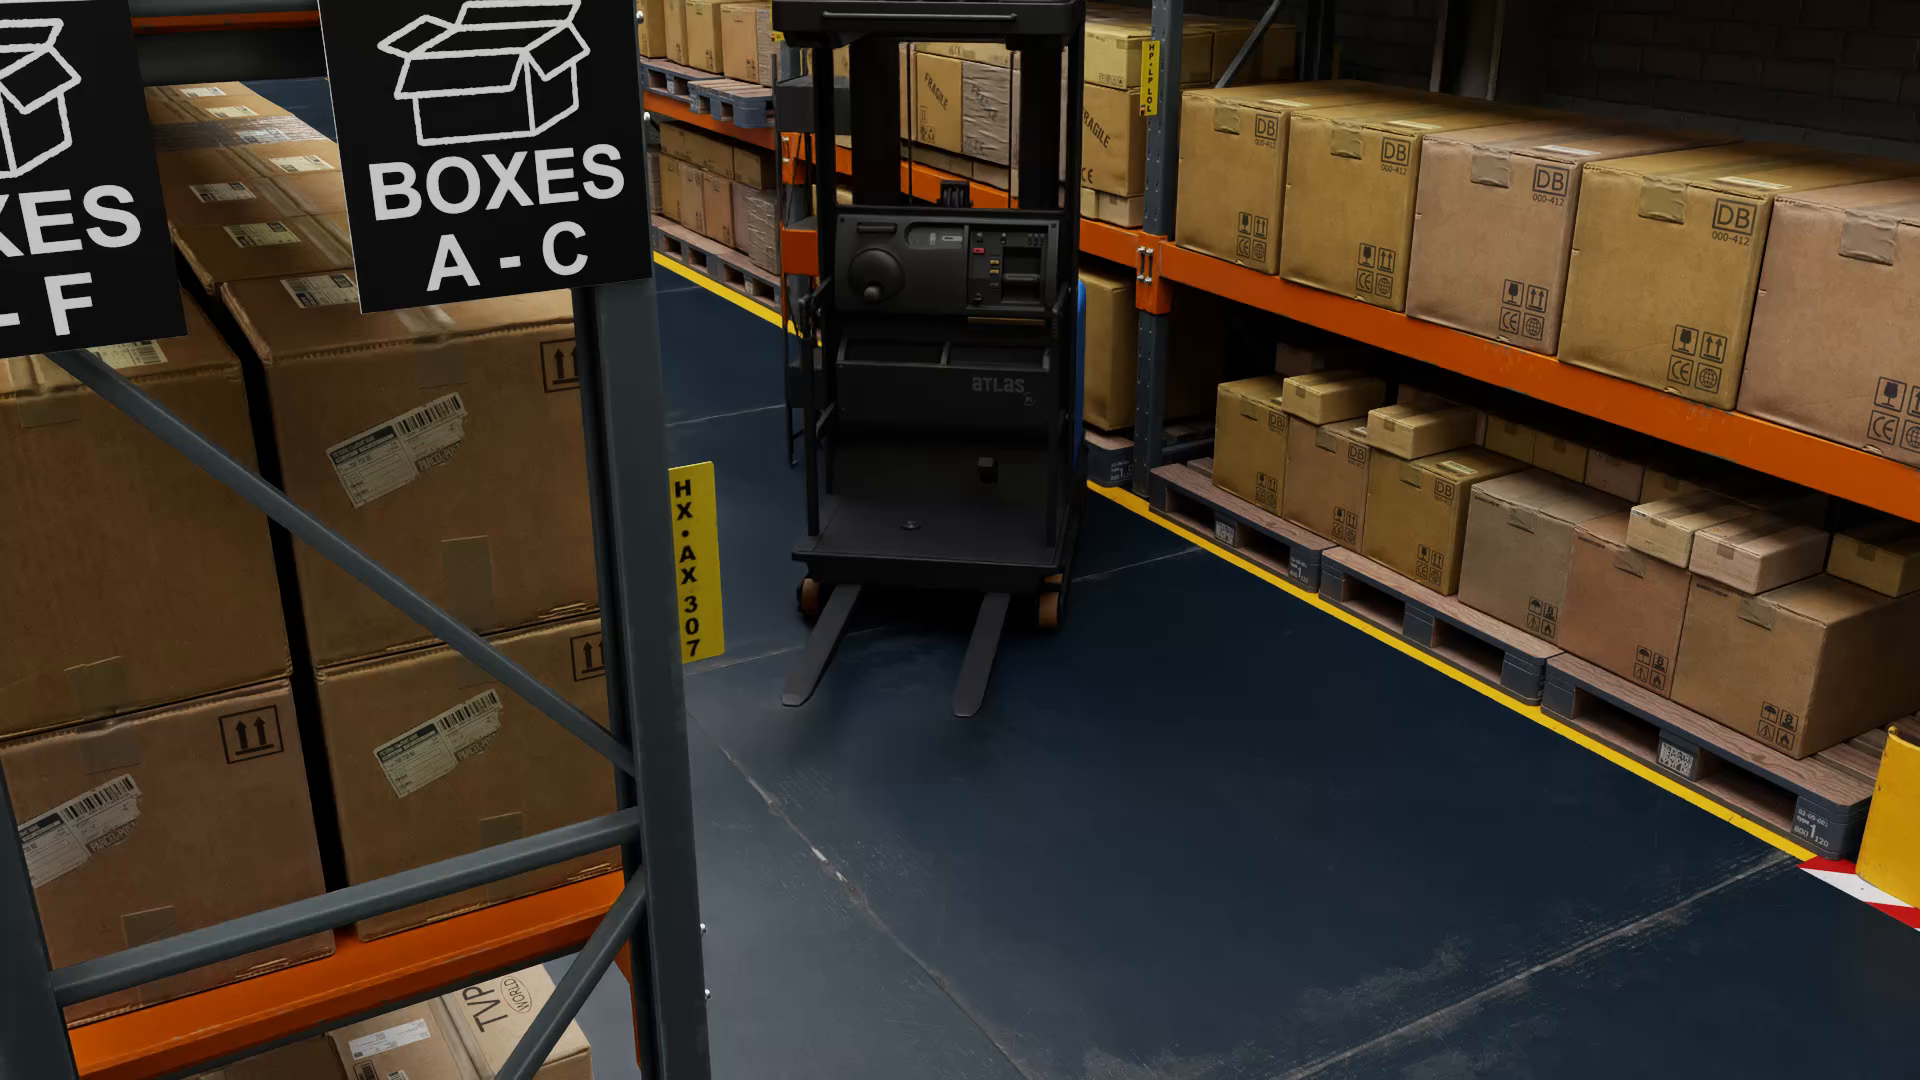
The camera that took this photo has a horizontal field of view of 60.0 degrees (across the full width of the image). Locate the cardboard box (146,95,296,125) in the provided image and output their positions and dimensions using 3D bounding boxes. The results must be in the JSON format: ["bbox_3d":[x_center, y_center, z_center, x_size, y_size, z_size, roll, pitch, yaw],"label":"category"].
[{"bbox_3d":[-2.185,-0.980,4.777,0.500,0.500,0.500,-13,26,-29],"label":"cardboard box"}]

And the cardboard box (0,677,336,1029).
[{"bbox_3d":[-1.350,0.407,2.695,0.500,0.500,0.500,-12,25,-27],"label":"cardboard box"}]

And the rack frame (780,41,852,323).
[{"bbox_3d":[-0.717,-2.998,11.204,1.000,3.000,0.127,-13,25,-28],"label":"rack frame"}]

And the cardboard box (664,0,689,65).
[{"bbox_3d":[-1.887,-3.982,12.909,0.700,0.500,0.500,-9,24,-21],"label":"cardboard box"}]

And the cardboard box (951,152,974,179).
[{"bbox_3d":[0.173,-2.159,9.447,0.380,0.149,0.250,-12,25,-27],"label":"cardboard box"}]

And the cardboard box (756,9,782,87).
[{"bbox_3d":[-0.966,-3.399,11.472,0.700,0.500,0.500,-16,27,-34],"label":"cardboard box"}]

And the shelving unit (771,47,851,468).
[{"bbox_3d":[-0.603,-1.393,8.451,0.503,2.100,0.431,7,23,17],"label":"shelving unit"}]

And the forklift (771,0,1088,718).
[{"bbox_3d":[-0.084,-1.124,6.685,1.130,2.935,3.031,3,22,7],"label":"forklift"}]

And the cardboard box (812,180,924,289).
[{"bbox_3d":[-0.454,-1.934,10.882,0.750,0.750,0.750,-13,25,-29],"label":"cardboard box"}]

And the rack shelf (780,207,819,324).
[{"bbox_3d":[-0.603,-1.381,8.456,0.480,0.518,0.431,7,23,17],"label":"rack shelf"}]

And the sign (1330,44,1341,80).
[{"bbox_3d":[1.803,-2.248,8.104,0.100,0.325,0.005,-13,25,-28],"label":"sign"}]

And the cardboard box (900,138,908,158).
[{"bbox_3d":[-0.189,-2.414,10.075,0.380,0.149,0.250,-12,25,-27],"label":"cardboard box"}]

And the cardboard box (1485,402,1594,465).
[{"bbox_3d":[2.384,-0.443,6.818,0.380,0.149,0.250,-13,26,-29],"label":"cardboard box"}]

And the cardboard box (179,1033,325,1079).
[{"bbox_3d":[-1.836,1.174,4.008,0.500,0.250,0.500,-13,25,-28],"label":"cardboard box"}]

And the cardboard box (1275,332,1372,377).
[{"bbox_3d":[1.717,-0.864,7.853,0.380,0.149,0.250,-13,25,-29],"label":"cardboard box"}]

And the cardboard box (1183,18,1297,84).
[{"bbox_3d":[1.315,-2.443,8.288,0.500,0.250,0.500,-12,25,-27],"label":"cardboard box"}]

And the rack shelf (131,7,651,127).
[{"bbox_3d":[-1.909,-1.158,3.649,1.077,0.370,4.000,-13,25,-28],"label":"rack shelf"}]

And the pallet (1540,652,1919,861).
[{"bbox_3d":[2.894,0.640,5.958,1.003,0.211,1.213,-13,25,-28],"label":"pallet"}]

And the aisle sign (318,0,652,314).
[{"bbox_3d":[-0.600,-0.693,2.081,0.394,0.787,0.004,-13,25,-28],"label":"aisle sign"}]

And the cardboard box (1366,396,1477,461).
[{"bbox_3d":[1.905,-0.464,6.869,0.380,0.149,0.250,-13,26,-30],"label":"cardboard box"}]

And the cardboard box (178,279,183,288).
[{"bbox_3d":[-1.610,-0.219,2.905,0.500,0.500,0.500,-12,25,-27],"label":"cardboard box"}]

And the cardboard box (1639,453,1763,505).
[{"bbox_3d":[2.775,-0.196,6.210,0.380,0.149,0.250,-12,25,-28],"label":"cardboard box"}]

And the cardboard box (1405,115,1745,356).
[{"bbox_3d":[2.338,-1.193,6.364,0.980,0.700,0.700,-14,26,-31],"label":"cardboard box"}]

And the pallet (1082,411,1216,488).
[{"bbox_3d":[0.867,-0.647,9.122,1.003,0.211,1.213,-13,25,-28],"label":"pallet"}]

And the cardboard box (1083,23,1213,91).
[{"bbox_3d":[0.868,-2.346,8.050,0.500,0.250,0.500,-12,25,-27],"label":"cardboard box"}]

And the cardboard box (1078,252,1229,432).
[{"bbox_3d":[0.883,-1.087,8.800,0.750,0.750,0.750,-12,25,-28],"label":"cardboard box"}]

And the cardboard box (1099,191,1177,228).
[{"bbox_3d":[0.910,-1.651,8.197,0.380,0.149,0.250,-12,25,-28],"label":"cardboard box"}]

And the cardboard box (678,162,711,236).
[{"bbox_3d":[-1.837,-2.773,13.386,0.700,0.500,0.500,-12,25,-28],"label":"cardboard box"}]

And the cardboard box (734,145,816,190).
[{"bbox_3d":[-1.367,-2.811,12.483,0.500,0.250,0.500,-12,25,-27],"label":"cardboard box"}]

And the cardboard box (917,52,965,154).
[{"bbox_3d":[0.096,-2.486,9.389,0.500,0.500,0.500,-12,25,-27],"label":"cardboard box"}]

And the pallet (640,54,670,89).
[{"bbox_3d":[-2.495,-3.929,13.748,1.003,0.211,1.213,-13,25,-28],"label":"pallet"}]

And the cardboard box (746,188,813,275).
[{"bbox_3d":[-1.130,-2.267,12.141,0.700,0.500,0.500,-12,25,-27],"label":"cardboard box"}]

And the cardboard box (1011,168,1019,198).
[{"bbox_3d":[0.482,-1.895,8.797,0.380,0.149,0.250,-13,25,-28],"label":"cardboard box"}]

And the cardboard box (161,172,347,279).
[{"bbox_3d":[-1.412,-0.489,3.570,0.500,0.500,0.500,-12,25,-28],"label":"cardboard box"}]

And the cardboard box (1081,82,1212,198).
[{"bbox_3d":[0.874,-1.998,8.188,0.500,0.500,0.500,-13,26,-29],"label":"cardboard box"}]

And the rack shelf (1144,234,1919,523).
[{"bbox_3d":[2.348,-0.723,6.561,1.077,0.370,4.000,-13,25,-28],"label":"rack shelf"}]

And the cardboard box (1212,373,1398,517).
[{"bbox_3d":[1.620,-0.478,7.766,0.700,0.500,0.500,-12,25,-28],"label":"cardboard box"}]

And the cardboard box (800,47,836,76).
[{"bbox_3d":[-0.689,-2.985,10.618,0.500,0.500,0.500,-12,25,-27],"label":"cardboard box"}]

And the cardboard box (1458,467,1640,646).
[{"bbox_3d":[2.413,0.023,6.533,0.700,0.500,0.500,-14,26,-30],"label":"cardboard box"}]

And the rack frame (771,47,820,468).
[{"bbox_3d":[-0.835,-1.422,8.522,0.015,2.100,0.400,7,23,17],"label":"rack frame"}]

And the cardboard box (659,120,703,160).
[{"bbox_3d":[-2.142,-3.309,13.709,0.500,0.250,0.500,-13,26,-29],"label":"cardboard box"}]
